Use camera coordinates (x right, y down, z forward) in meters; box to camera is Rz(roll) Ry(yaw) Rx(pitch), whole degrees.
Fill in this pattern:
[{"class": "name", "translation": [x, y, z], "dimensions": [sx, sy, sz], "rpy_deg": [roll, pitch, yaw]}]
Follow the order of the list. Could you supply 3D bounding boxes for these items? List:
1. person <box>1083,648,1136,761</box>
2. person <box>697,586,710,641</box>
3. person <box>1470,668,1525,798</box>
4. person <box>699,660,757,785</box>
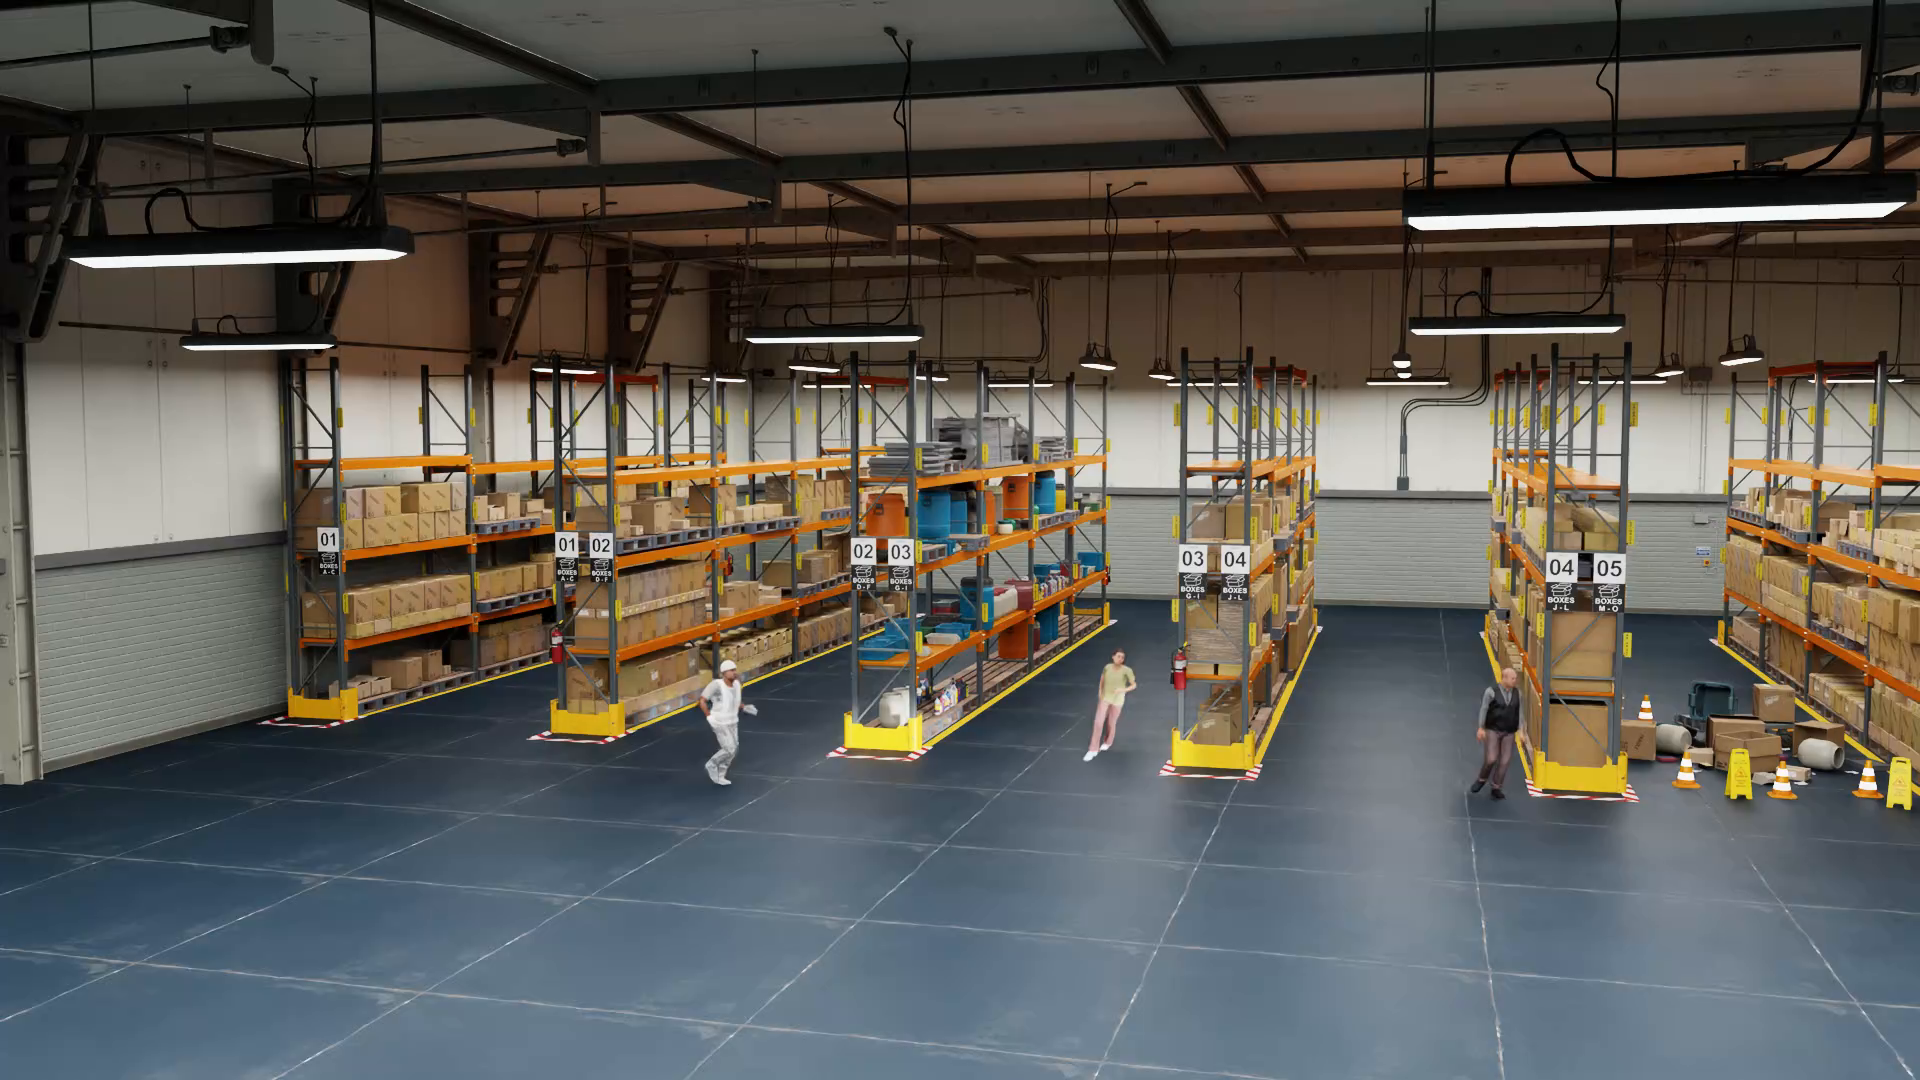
[{"class": "person", "translation": [2.246, 2.387, 24.481], "dimensions": [0.721, 1.638, 0.858], "rpy_deg": [1, 4, 15]}, {"class": "person", "translation": [-5.533, 1.582, 35.464], "dimensions": [0.660, 1.651, 0.737], "rpy_deg": [0, 4, -2]}, {"class": "person", "translation": [7.087, 2.527, 21.875], "dimensions": [0.663, 1.708, 0.456], "rpy_deg": [0, 4, -6]}, {"class": "person", "translation": [-3.160, 2.485, 22.528], "dimensions": [0.673, 1.723, 0.688], "rpy_deg": [3, 5, 34]}]
